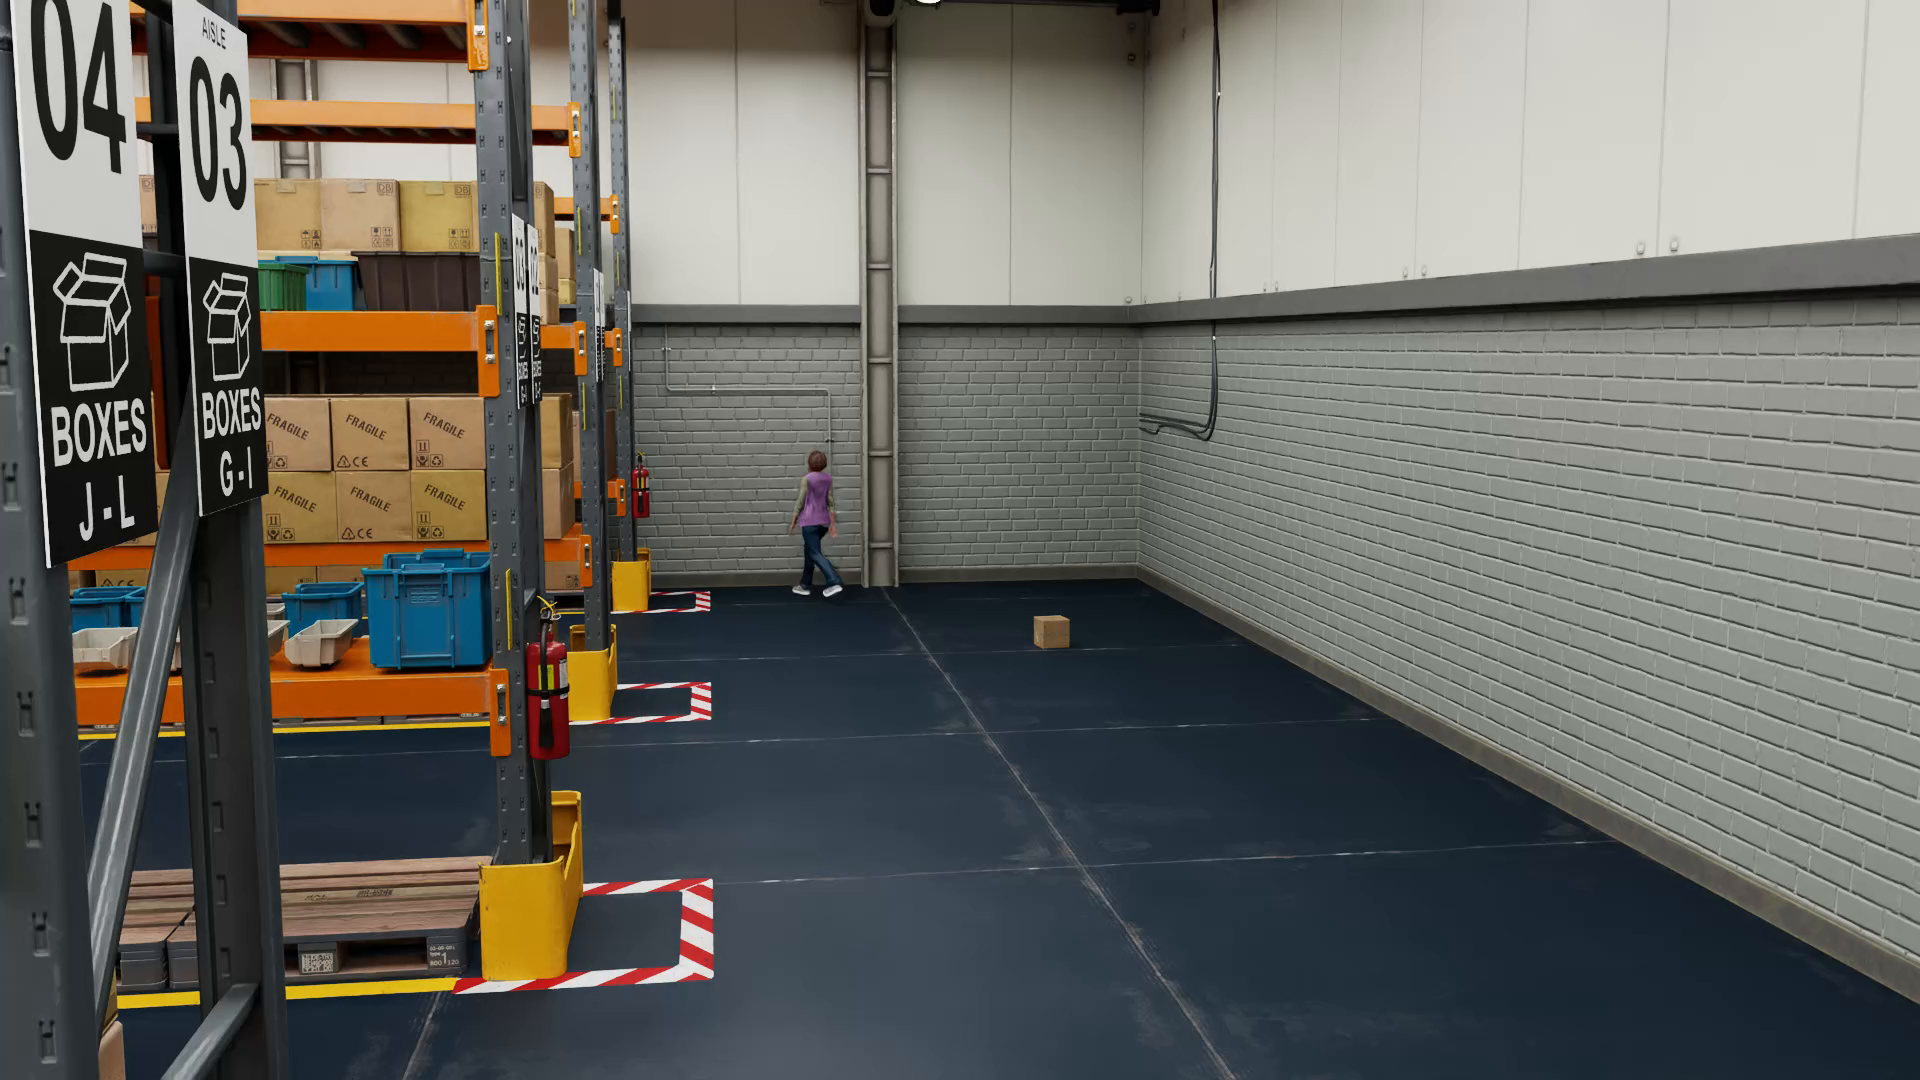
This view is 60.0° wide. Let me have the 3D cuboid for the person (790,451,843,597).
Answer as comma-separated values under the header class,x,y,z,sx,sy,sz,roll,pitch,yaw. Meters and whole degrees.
class,x,y,z,sx,sy,sz,roll,pitch,yaw
person,-1.520,-0.164,17.381,0.419,1.546,0.922,-7,9,-44
